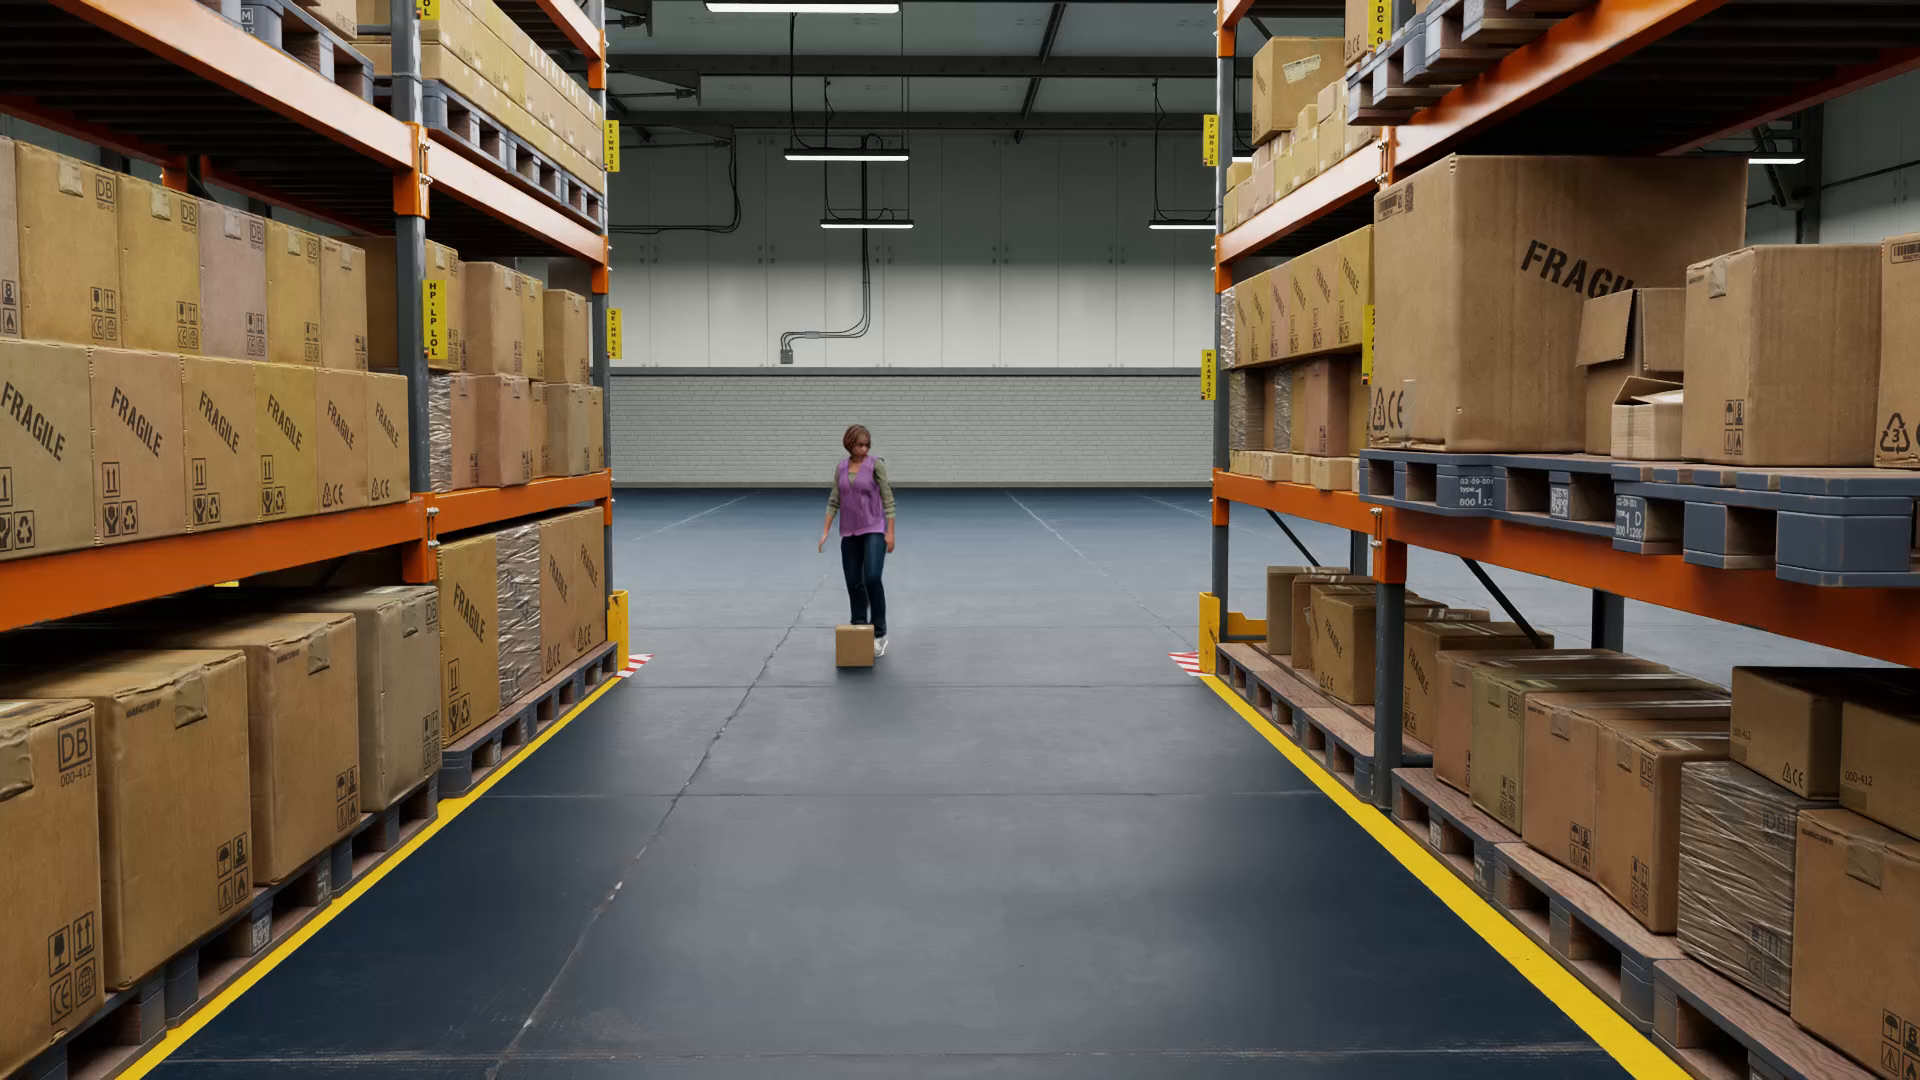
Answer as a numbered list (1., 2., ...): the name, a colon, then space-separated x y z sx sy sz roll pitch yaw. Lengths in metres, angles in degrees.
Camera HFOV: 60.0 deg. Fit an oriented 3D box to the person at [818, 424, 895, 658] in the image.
1. person: -0.709 0.006 11.697 0.483 1.639 0.416 2 5 31
